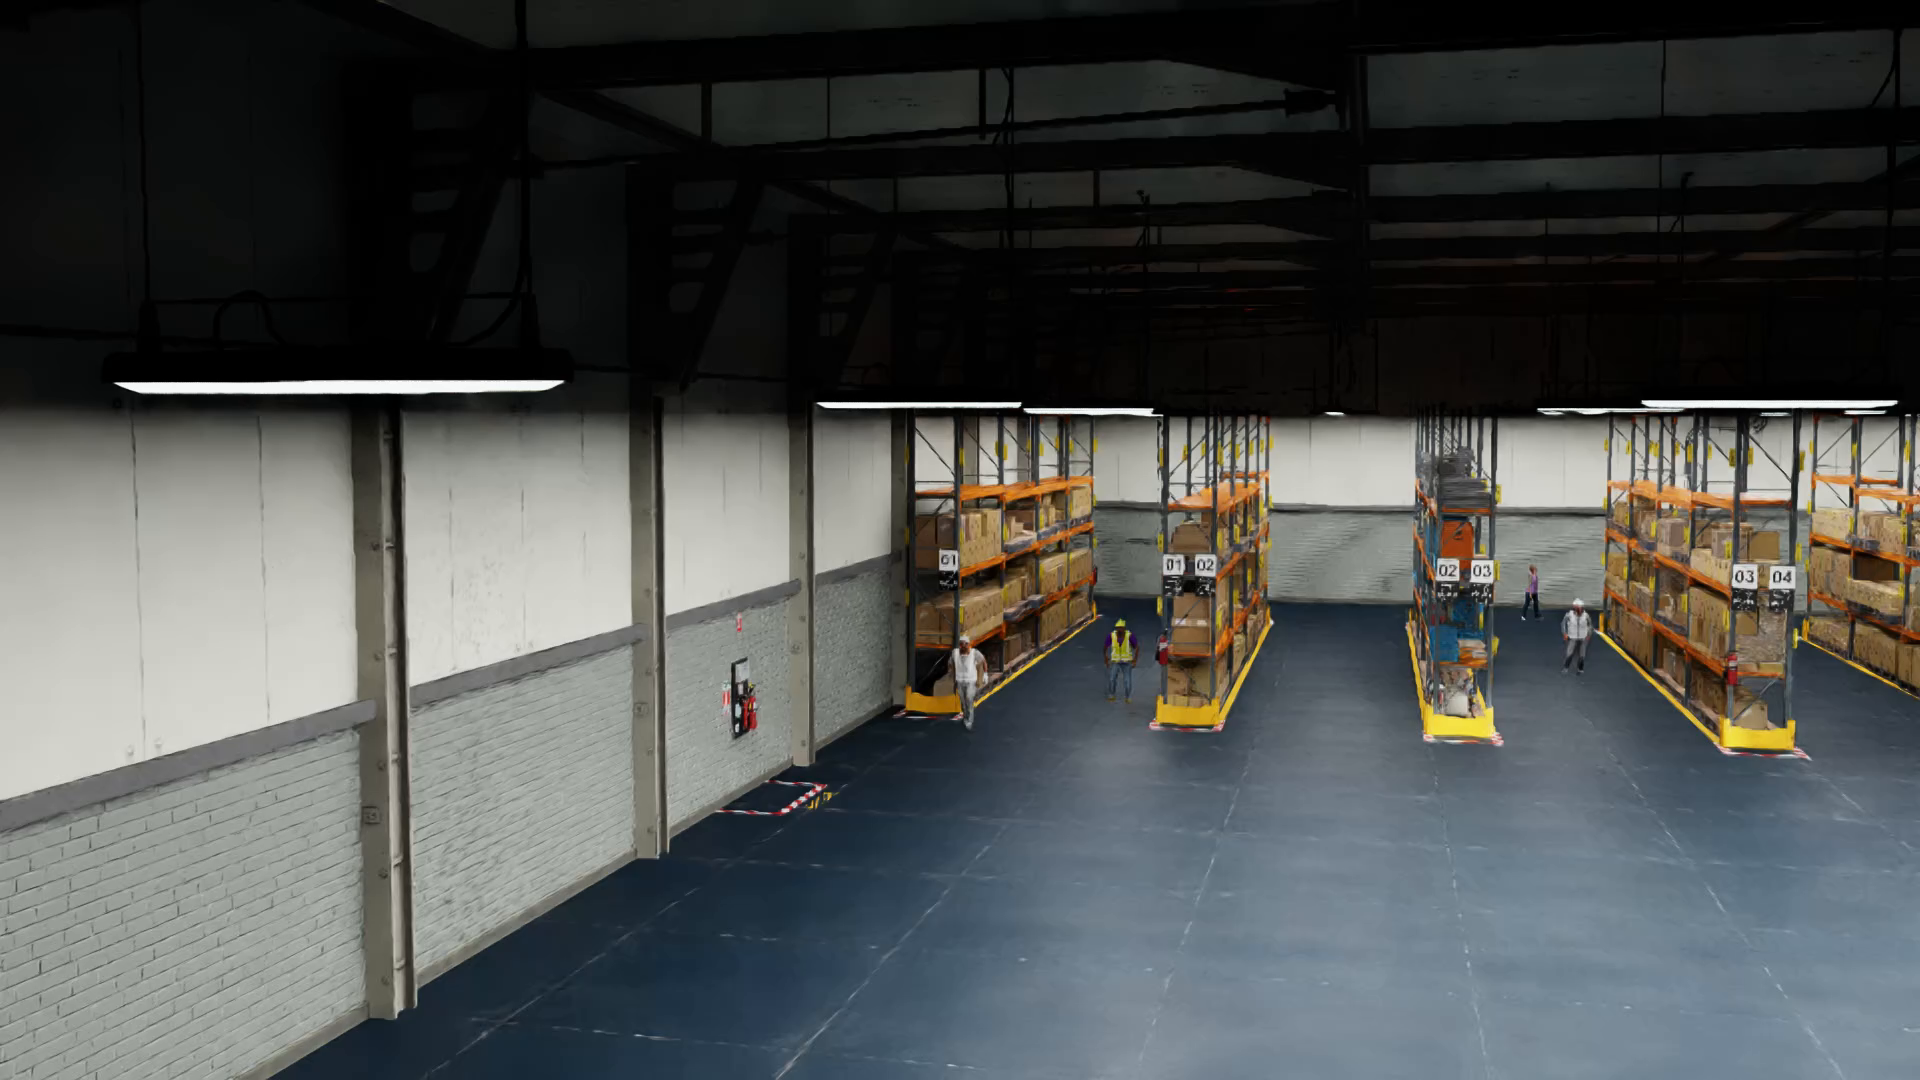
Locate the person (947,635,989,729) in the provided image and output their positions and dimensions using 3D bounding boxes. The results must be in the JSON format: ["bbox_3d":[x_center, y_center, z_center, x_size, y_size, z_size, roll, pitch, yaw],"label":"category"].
[{"bbox_3d":[0.117,2.606,30.967,0.721,1.715,0.842,1,4,19],"label":"person"}]

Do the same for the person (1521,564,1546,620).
[{"bbox_3d":[16.281,1.479,47.247,0.636,1.586,0.530,-3,5,-40],"label":"person"}]

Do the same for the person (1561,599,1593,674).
[{"bbox_3d":[13.797,2.160,37.209,0.677,1.726,0.574,1,4,13],"label":"person"}]

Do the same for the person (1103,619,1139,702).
[{"bbox_3d":[3.241,2.434,33.529,0.719,1.714,0.578,1,4,12],"label":"person"}]
